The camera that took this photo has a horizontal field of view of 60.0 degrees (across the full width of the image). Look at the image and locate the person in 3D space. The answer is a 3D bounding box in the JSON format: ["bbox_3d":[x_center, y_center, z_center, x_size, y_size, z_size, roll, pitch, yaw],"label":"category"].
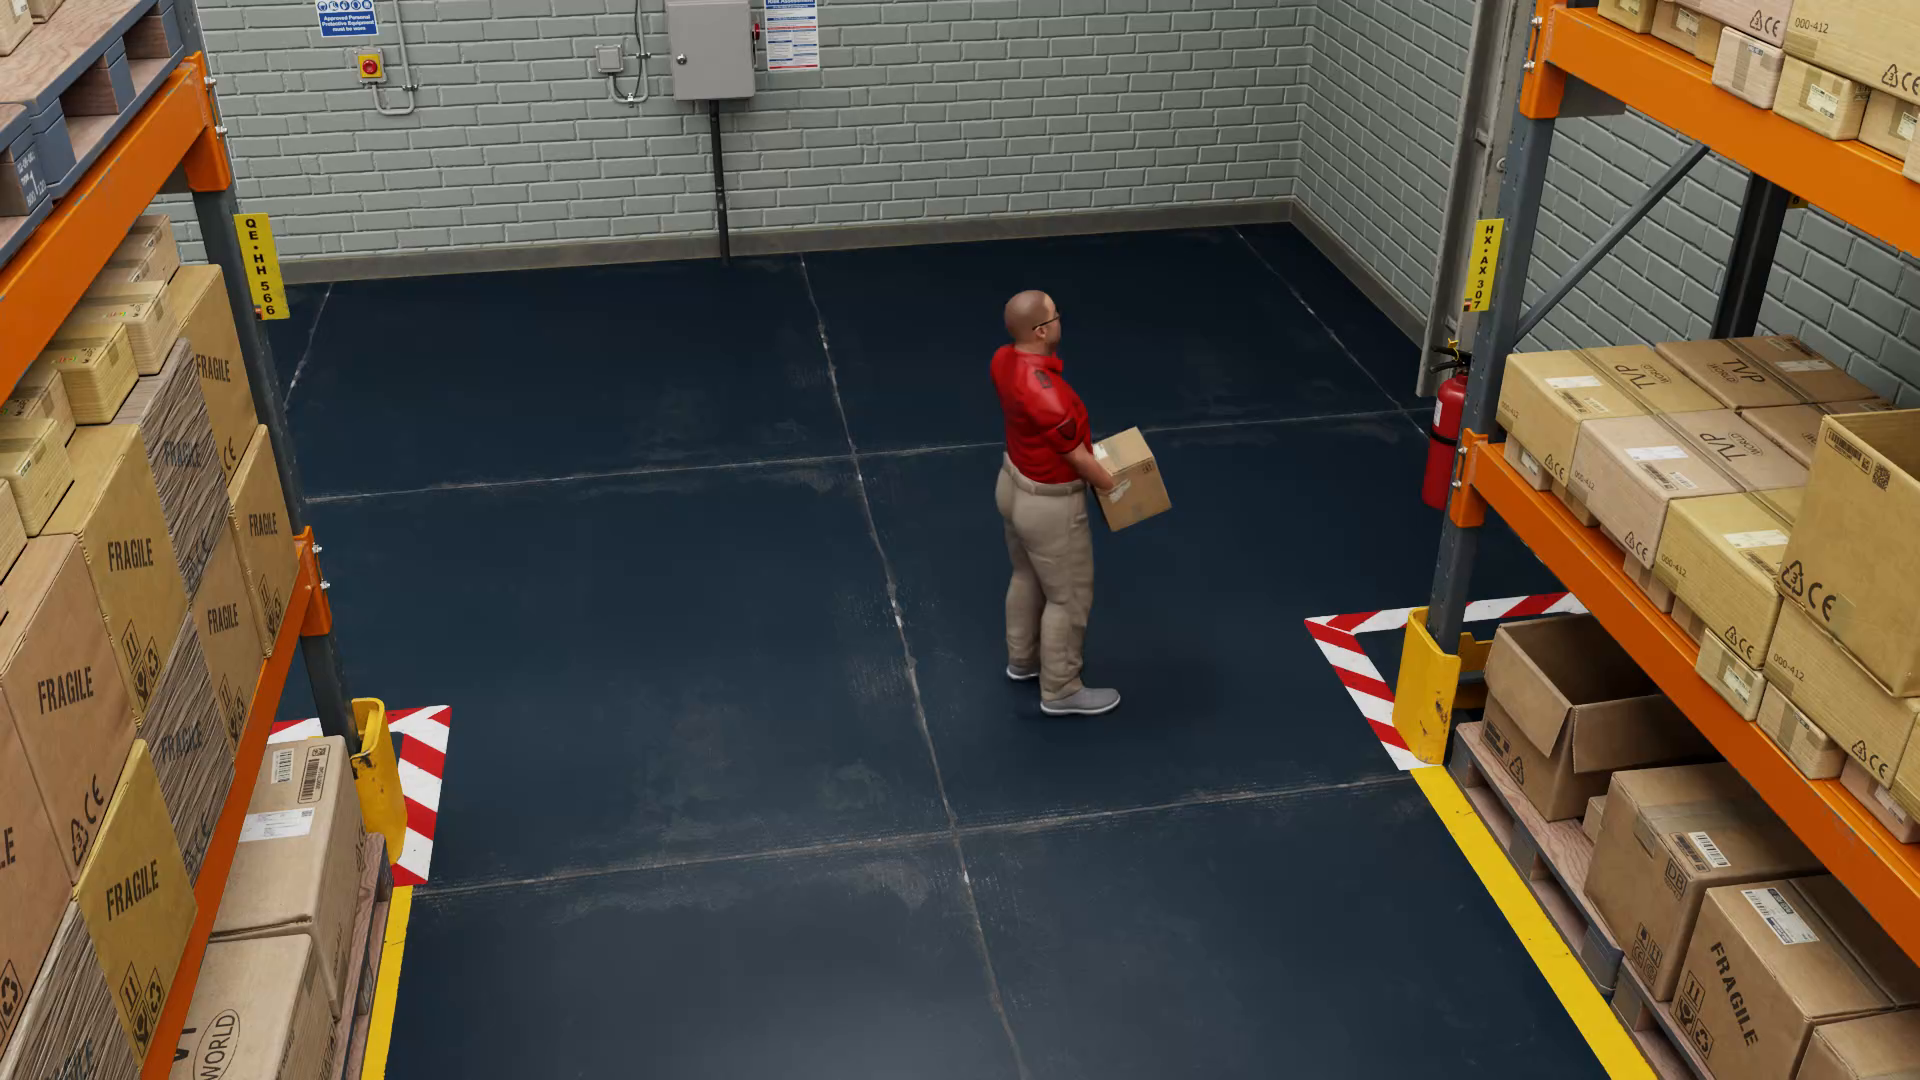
[{"bbox_3d":[0.399,-0.157,6.412,0.514,1.728,0.547,-12,32,-19],"label":"person"}]
